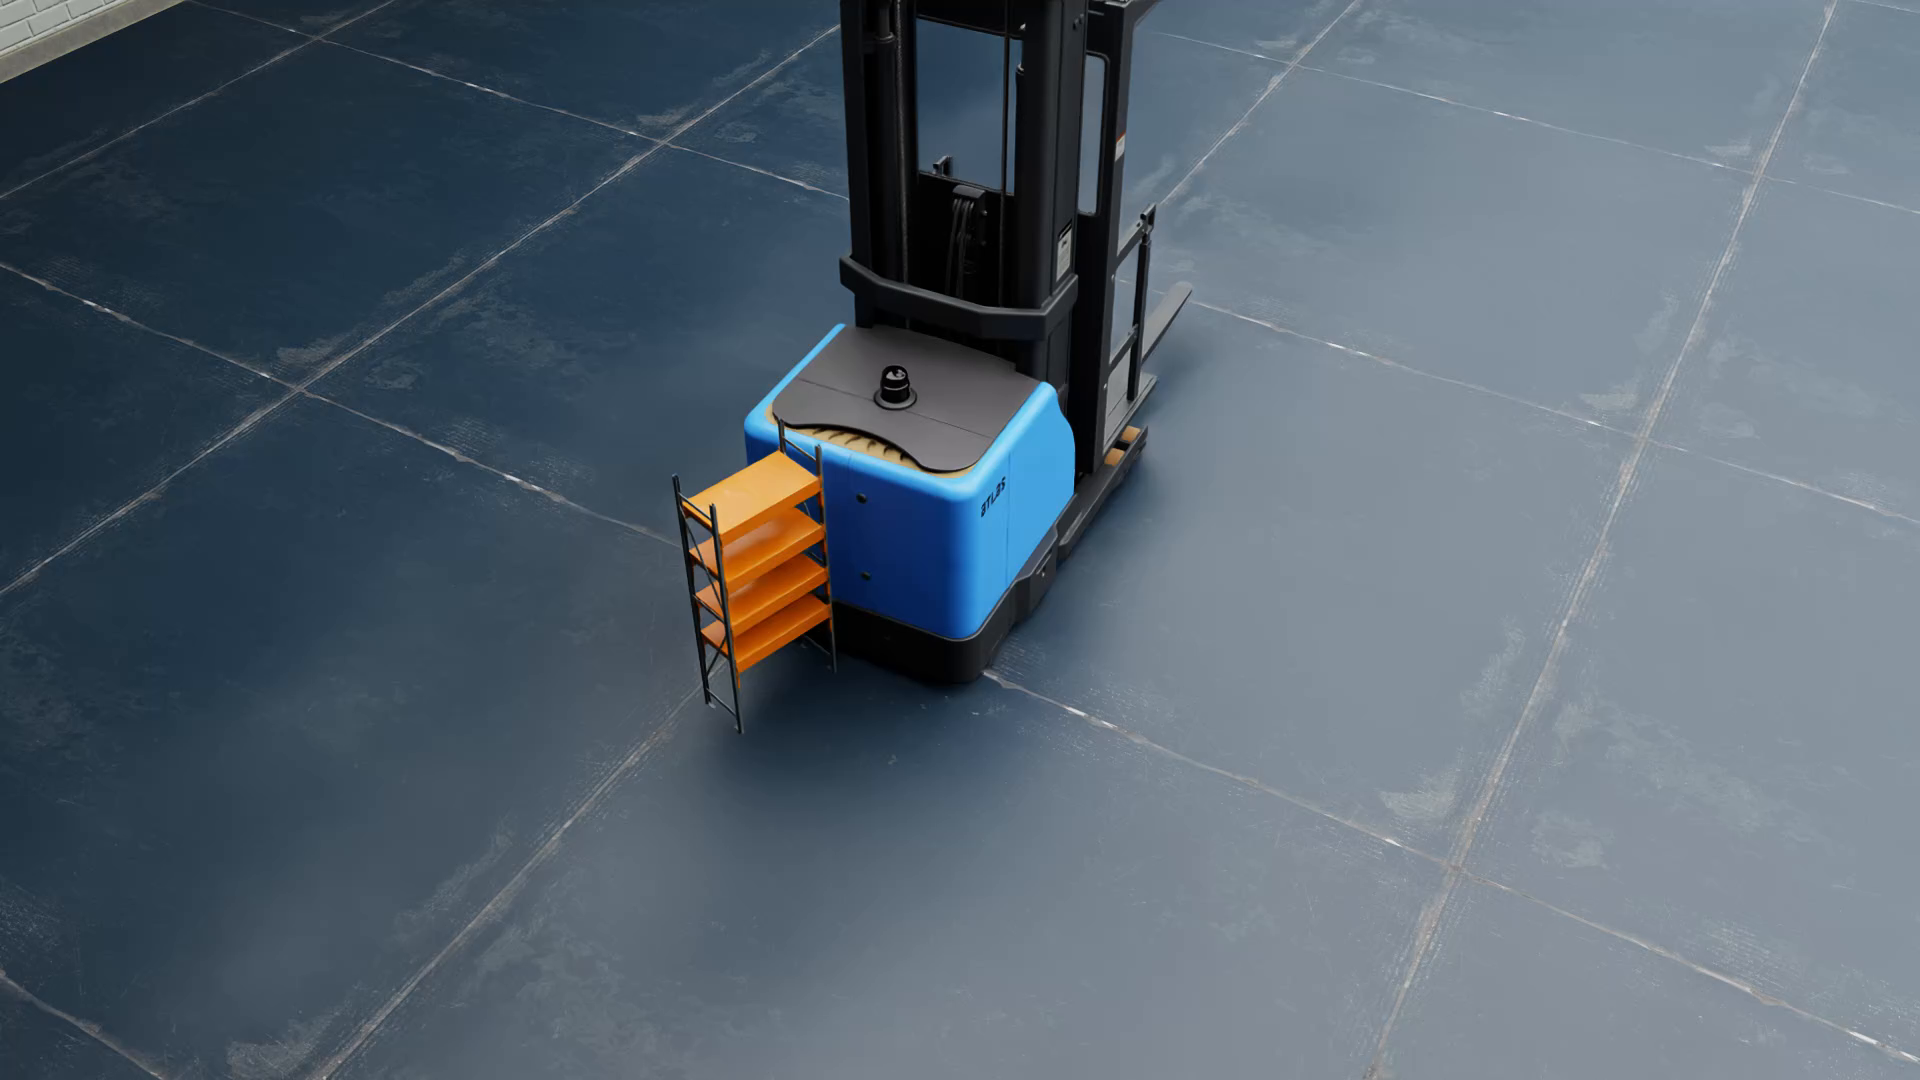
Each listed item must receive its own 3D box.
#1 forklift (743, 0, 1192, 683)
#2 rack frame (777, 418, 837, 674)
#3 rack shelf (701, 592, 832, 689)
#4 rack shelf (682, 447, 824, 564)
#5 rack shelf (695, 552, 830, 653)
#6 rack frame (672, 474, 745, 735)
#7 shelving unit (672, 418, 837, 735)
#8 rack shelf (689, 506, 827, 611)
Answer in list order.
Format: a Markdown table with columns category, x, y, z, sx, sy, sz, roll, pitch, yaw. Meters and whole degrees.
| category | x | y | z | sx | sy | sz | roll | pitch | yaw |
| --- | --- | --- | --- | --- | --- | --- | --- | --- | --- |
| forklift | 0.246 | -1.488 | 7.037 | 1.130 | 2.935 | 3.031 | 18 | 45 | 20 |
| rack frame | -0.600 | 0.049 | 6.602 | 0.015 | 1.200 | 0.240 | -32 | 51 | -31 |
| rack shelf | -0.777 | 0.360 | 6.651 | 0.480 | 0.148 | 0.258 | -32 | 51 | -31 |
| rack shelf | -0.777 | -0.134 | 6.216 | 0.480 | 0.148 | 0.258 | -32 | 51 | -31 |
| rack shelf | -0.777 | 0.211 | 6.520 | 0.480 | 0.148 | 0.258 | -32 | 51 | -31 |
| rack frame | -0.954 | 0.272 | 6.349 | 0.015 | 1.200 | 0.240 | -32 | 51 | -31 |
| shelving unit | -0.777 | 0.161 | 6.475 | 0.503 | 1.200 | 0.258 | -32 | 51 | -31 |
| rack shelf | -0.777 | 0.043 | 6.372 | 0.480 | 0.148 | 0.258 | -32 | 51 | -31 |
